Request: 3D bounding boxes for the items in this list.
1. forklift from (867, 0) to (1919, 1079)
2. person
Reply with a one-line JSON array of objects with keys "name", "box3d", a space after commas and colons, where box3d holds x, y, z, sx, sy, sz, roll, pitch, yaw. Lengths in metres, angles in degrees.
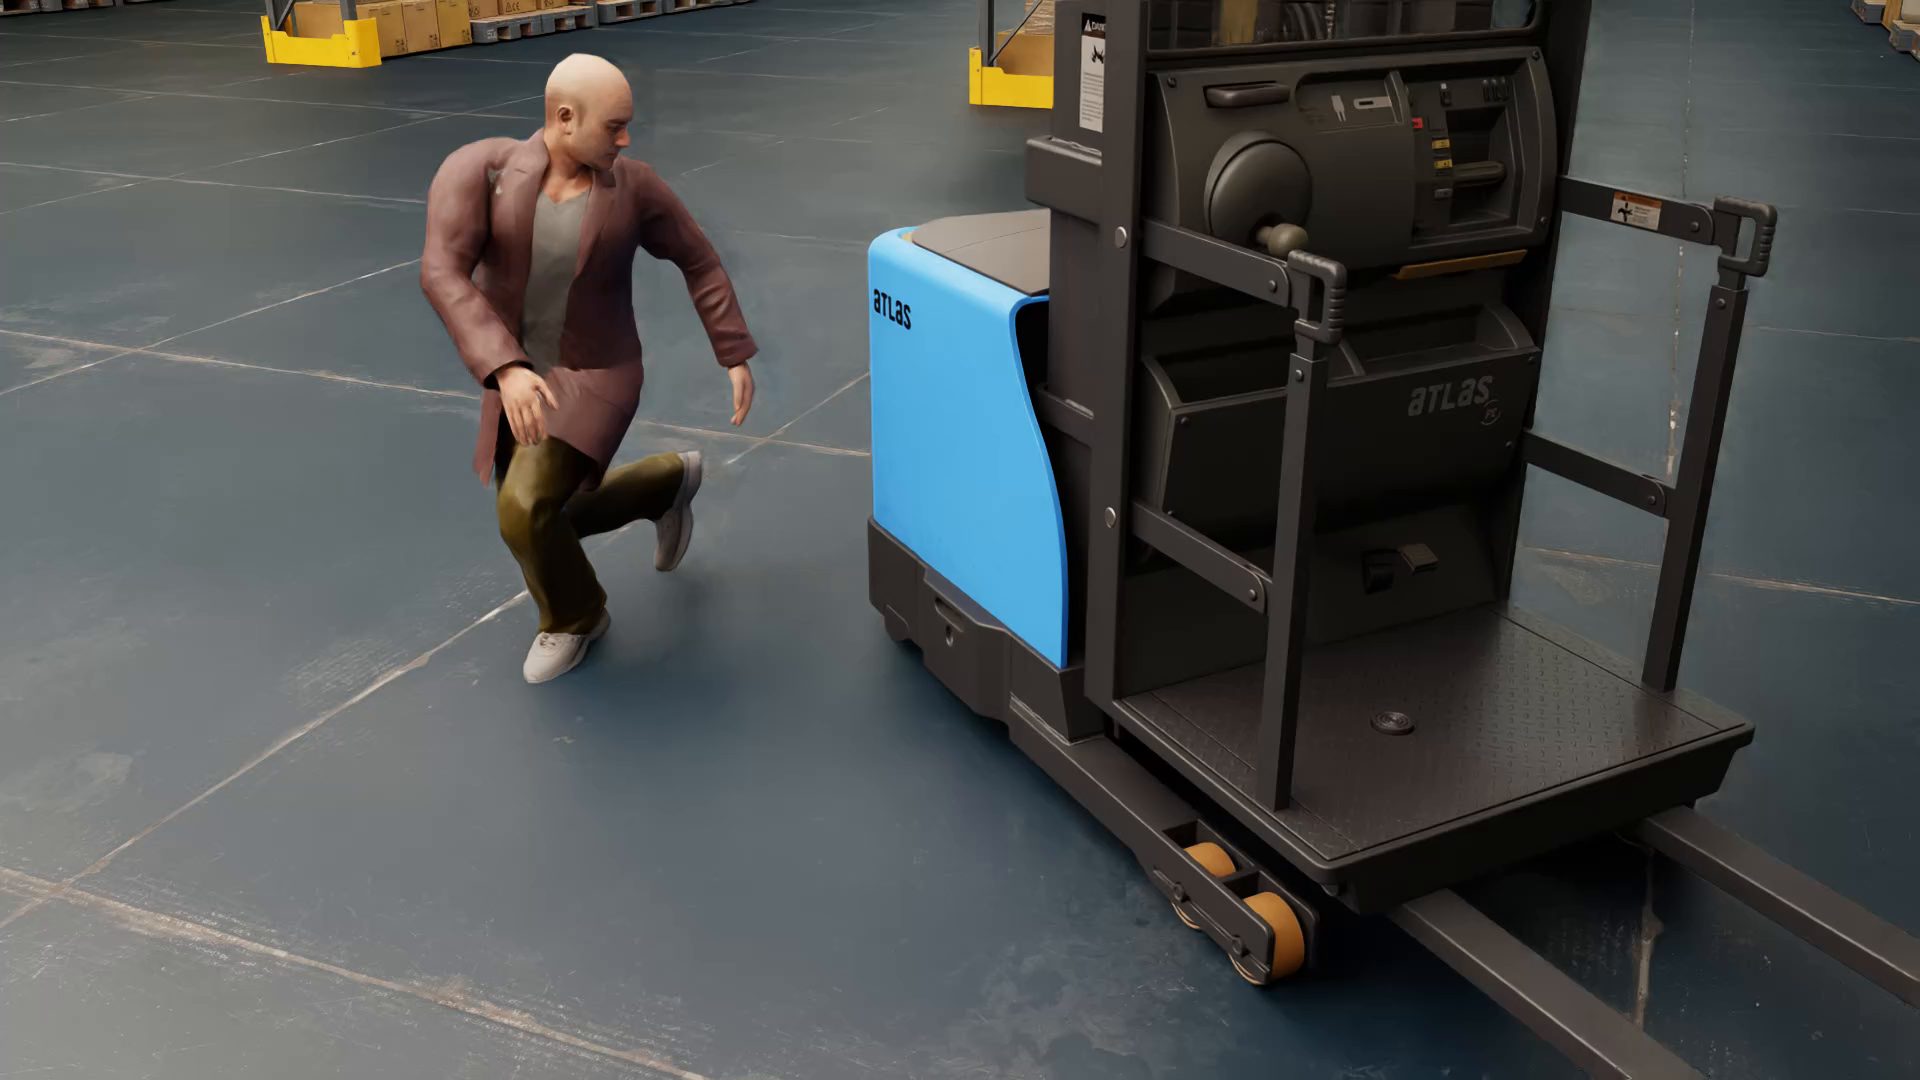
[{"name": "forklift", "box3d": [0.881, -0.721, 3.017, 1.130, 2.935, 3.031, -11, 25, -25]}, {"name": "person", "box3d": [-0.931, -0.450, 4.240, 0.699, 1.548, 0.928, 6, 23, 13]}]
